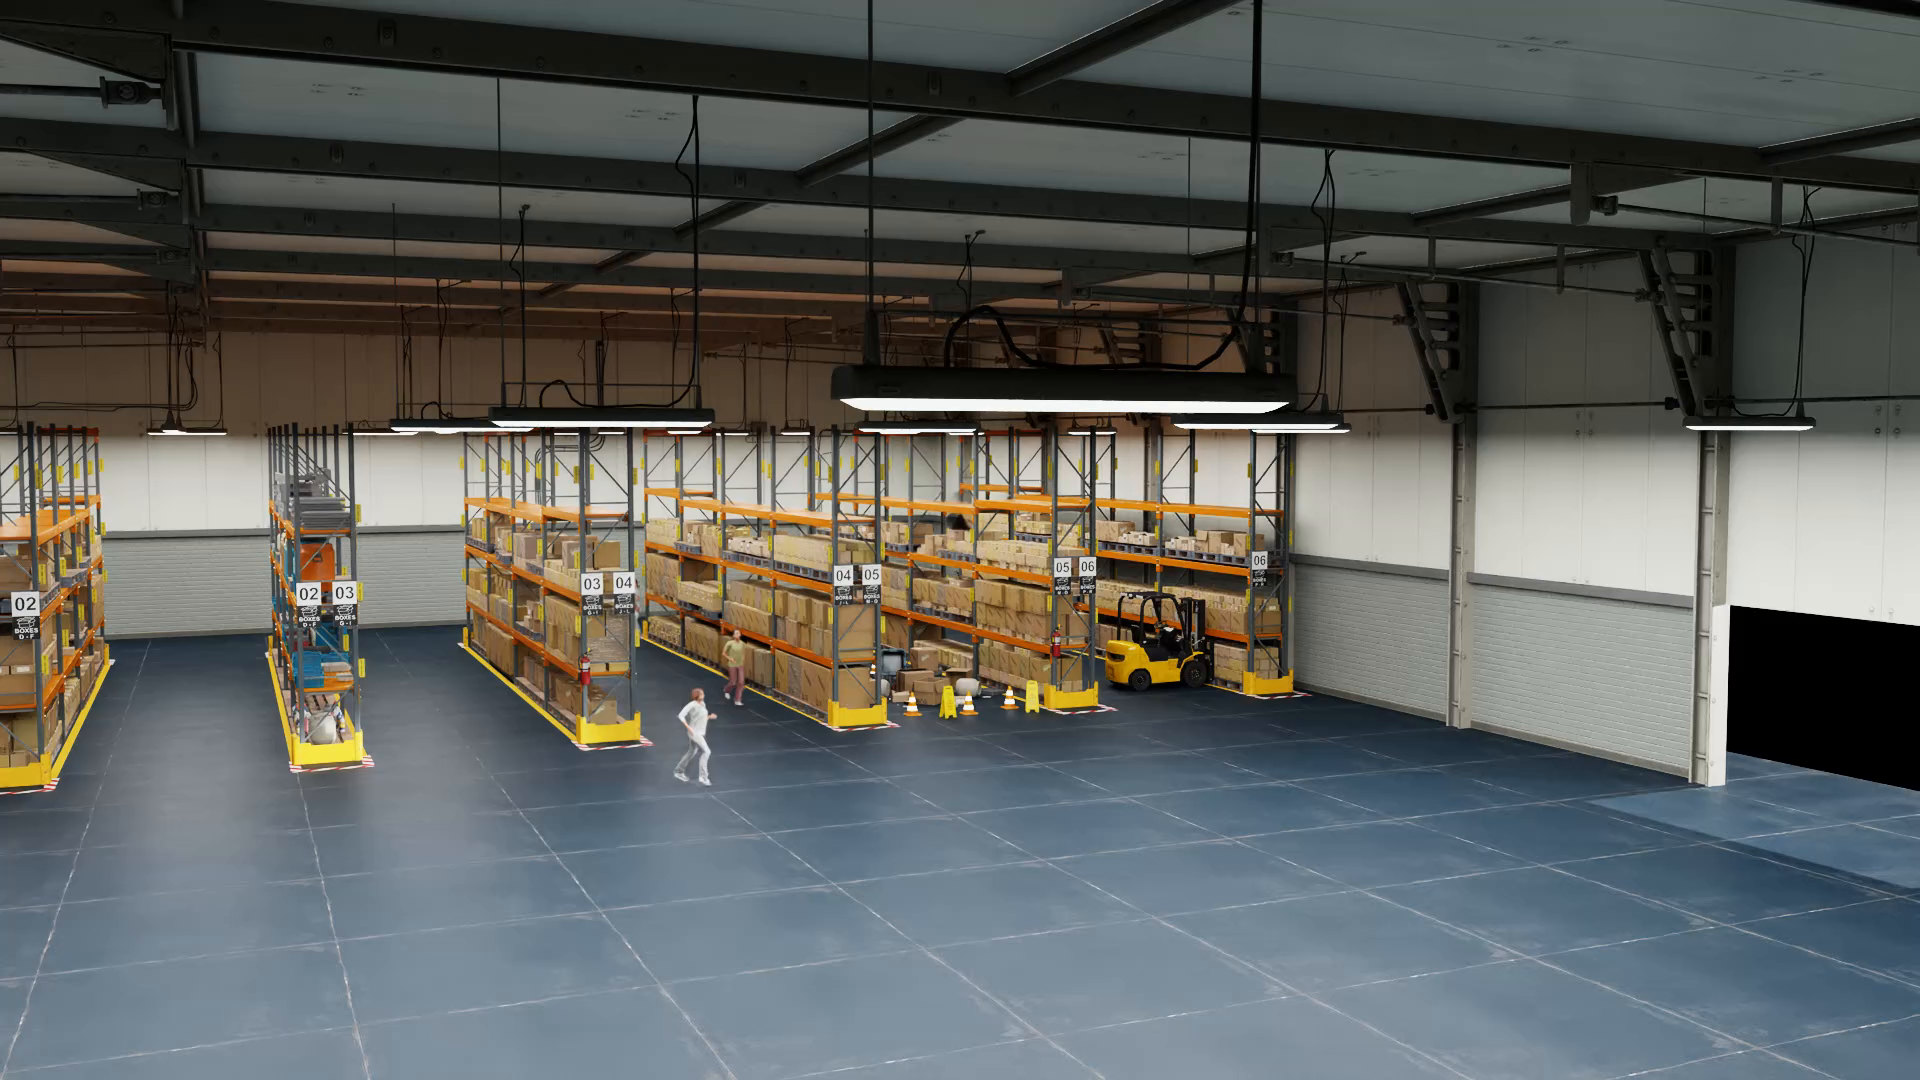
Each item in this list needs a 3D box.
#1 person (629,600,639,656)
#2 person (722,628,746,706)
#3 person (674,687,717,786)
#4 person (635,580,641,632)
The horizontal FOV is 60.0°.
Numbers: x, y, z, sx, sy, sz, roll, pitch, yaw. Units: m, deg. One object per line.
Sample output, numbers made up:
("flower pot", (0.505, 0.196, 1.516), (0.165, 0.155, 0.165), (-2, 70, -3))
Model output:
("person", (-8.857, 2.138, 44.094), (0.707, 1.793, 0.864), (-1, 4, -22))
("person", (-4.833, 2.712, 35.757), (0.577, 1.643, 0.752), (-2, 4, -35))
("person", (-4.376, 3.252, 27.501), (0.721, 1.650, 0.509), (0, 4, 7))
("person", (-9.559, 1.948, 48.671), (0.595, 1.619, 0.621), (-3, 4, -36))
